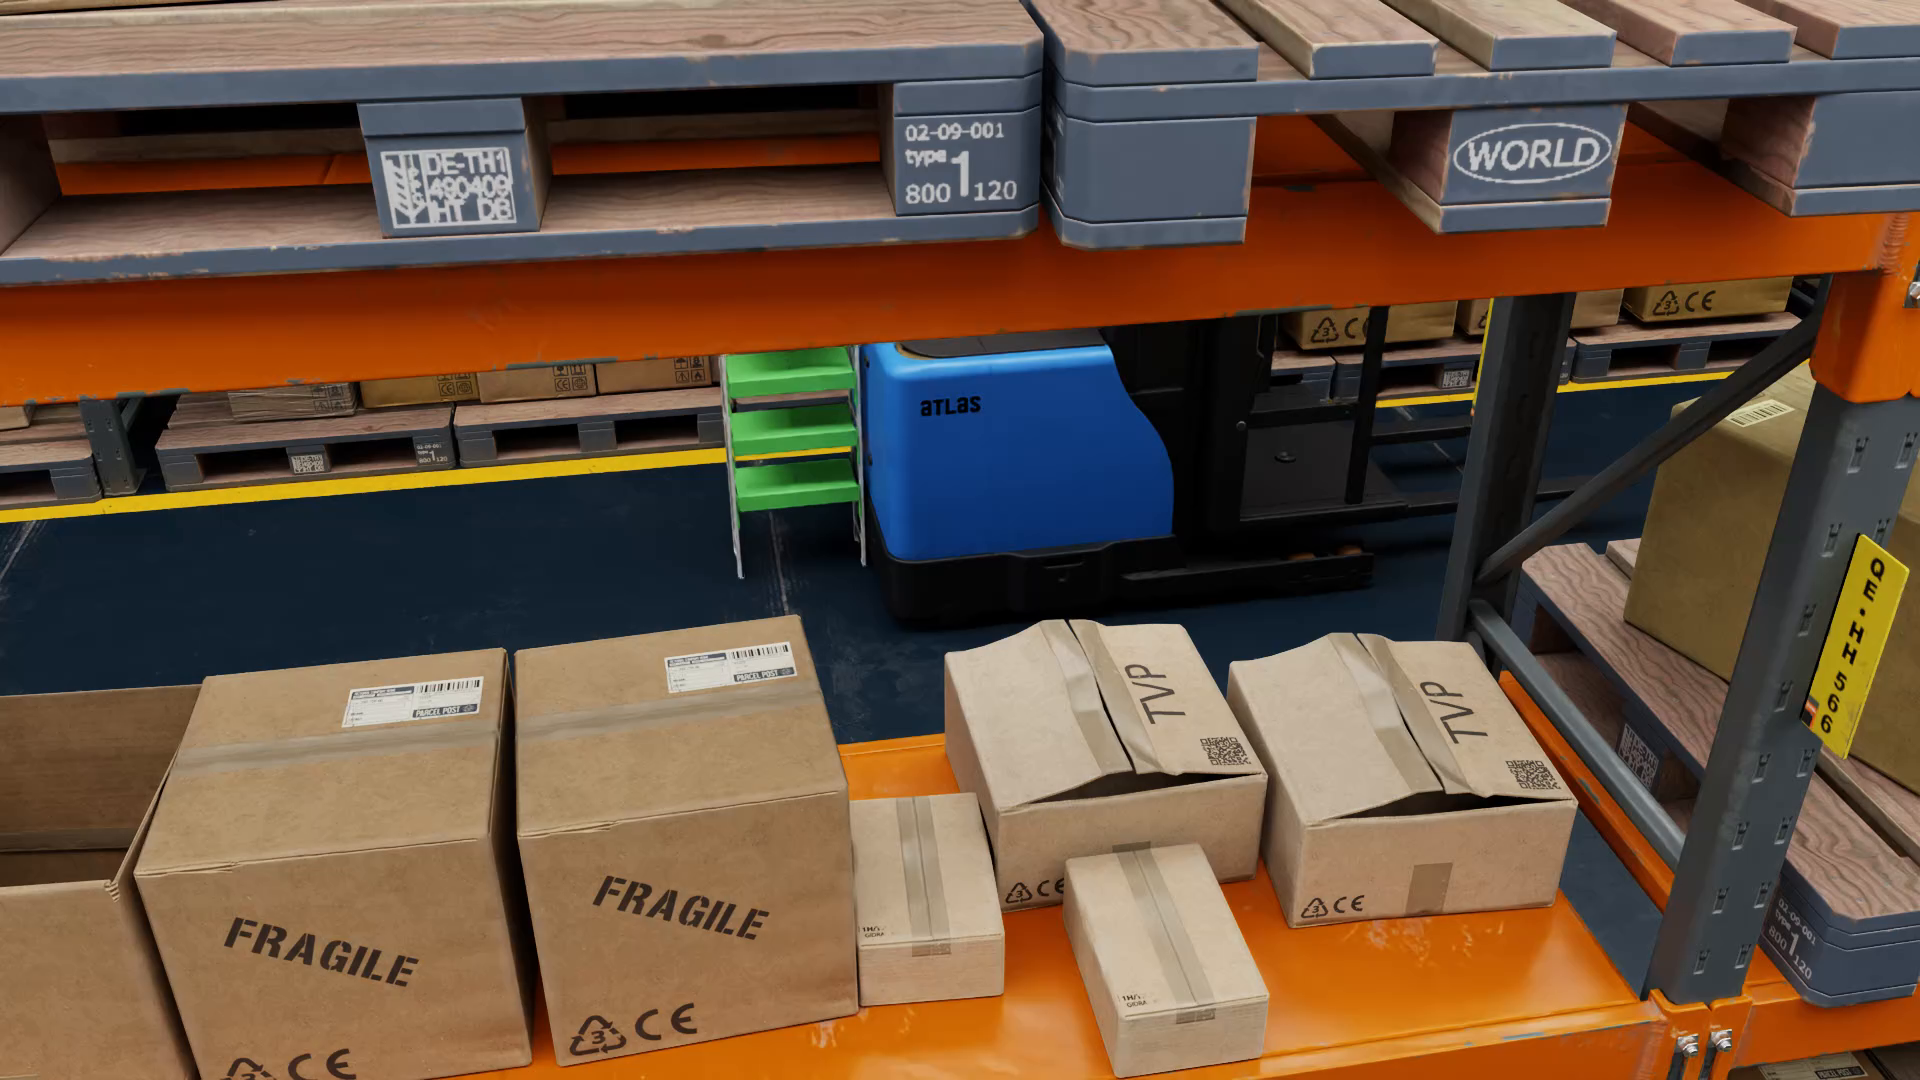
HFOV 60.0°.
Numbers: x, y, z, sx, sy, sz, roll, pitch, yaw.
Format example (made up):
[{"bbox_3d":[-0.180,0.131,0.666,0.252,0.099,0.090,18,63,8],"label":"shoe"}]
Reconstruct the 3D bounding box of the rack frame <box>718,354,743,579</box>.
[{"bbox_3d":[-0.880,-0.425,6.290,0.015,1.200,0.240,-6,31,-10],"label":"rack frame"}]

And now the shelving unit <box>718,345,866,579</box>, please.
[{"bbox_3d":[-0.641,-0.450,6.331,0.503,1.200,0.258,-6,31,-10],"label":"shelving unit"}]

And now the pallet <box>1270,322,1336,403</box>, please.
[{"bbox_3d":[1.069,-0.923,8.111,1.213,0.211,1.003,-5,31,-9],"label":"pallet"}]

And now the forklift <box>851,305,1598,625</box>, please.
[{"bbox_3d":[1.128,-1.313,6.092,3.031,2.935,1.130,-6,31,-10],"label":"forklift"}]

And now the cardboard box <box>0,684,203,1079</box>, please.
[{"bbox_3d":[-1.482,0.591,2.687,0.500,0.500,0.500,-3,31,-5],"label":"cardboard box"}]

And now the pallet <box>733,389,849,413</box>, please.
[{"bbox_3d":[-0.489,-0.818,7.933,1.213,0.211,1.003,-5,31,-9],"label":"pallet"}]

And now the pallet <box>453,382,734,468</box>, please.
[{"bbox_3d":[-1.687,-0.708,7.746,1.213,0.211,1.003,-5,31,-9],"label":"pallet"}]

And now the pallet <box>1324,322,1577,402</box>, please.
[{"bbox_3d":[2.267,-1.032,8.298,1.213,0.211,1.003,-5,31,-9],"label":"pallet"}]

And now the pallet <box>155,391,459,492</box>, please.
[{"bbox_3d":[-2.889,-0.595,7.554,1.213,0.211,1.003,-5,31,-9],"label":"pallet"}]

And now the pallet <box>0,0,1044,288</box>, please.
[{"bbox_3d":[-0.575,-0.623,2.076,1.213,0.211,1.003,-4,31,-7],"label":"pallet"}]

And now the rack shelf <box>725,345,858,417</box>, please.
[{"bbox_3d":[-0.641,-0.602,6.242,0.480,0.148,0.258,-6,31,-10],"label":"rack shelf"}]

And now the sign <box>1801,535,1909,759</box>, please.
[{"bbox_3d":[1.279,0.156,2.382,0.005,0.325,0.100,-5,31,-9],"label":"sign"}]

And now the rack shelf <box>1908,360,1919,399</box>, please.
[{"bbox_3d":[3.143,-0.787,2.879,4.000,0.370,1.077,-5,31,-9],"label":"rack shelf"}]

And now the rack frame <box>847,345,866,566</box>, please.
[{"bbox_3d":[-0.402,-0.474,6.373,0.015,1.200,0.240,-6,31,-10],"label":"rack frame"}]

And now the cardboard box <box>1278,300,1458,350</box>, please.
[{"bbox_3d":[1.890,-1.423,7.918,0.750,0.750,0.750,-5,31,-9],"label":"cardboard box"}]

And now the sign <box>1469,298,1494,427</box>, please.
[{"bbox_3d":[1.069,-0.356,3.331,0.005,0.325,0.100,-5,31,-9],"label":"sign"}]

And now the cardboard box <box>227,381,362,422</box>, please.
[{"bbox_3d":[-2.934,-0.913,7.375,0.500,0.500,0.700,-4,31,-7],"label":"cardboard box"}]

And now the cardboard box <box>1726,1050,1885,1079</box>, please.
[{"bbox_3d":[1.675,1.368,3.497,0.500,0.500,0.500,-4,31,-7],"label":"cardboard box"}]

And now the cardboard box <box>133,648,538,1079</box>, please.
[{"bbox_3d":[-0.990,0.545,2.765,0.500,0.500,0.500,-5,31,-9],"label":"cardboard box"}]

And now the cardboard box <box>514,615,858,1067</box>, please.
[{"bbox_3d":[-0.472,0.497,2.846,0.500,0.500,0.500,-7,31,-12],"label":"cardboard box"}]

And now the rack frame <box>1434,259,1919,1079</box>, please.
[{"bbox_3d":[1.175,0.377,3.149,0.053,2.616,0.949,-5,31,-9],"label":"rack frame"}]

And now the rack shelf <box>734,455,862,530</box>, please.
[{"bbox_3d":[-0.641,-0.188,6.485,0.480,0.148,0.258,-6,31,-10],"label":"rack shelf"}]

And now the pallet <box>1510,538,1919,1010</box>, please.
[{"bbox_3d":[1.830,0.365,3.359,1.003,0.211,1.213,-5,31,-9],"label":"pallet"}]

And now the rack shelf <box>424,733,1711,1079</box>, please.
[{"bbox_3d":[-0.791,0.872,3.018,4.000,0.370,1.077,-5,31,-9],"label":"rack shelf"}]

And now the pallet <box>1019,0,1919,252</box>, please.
[{"bbox_3d":[0.524,-0.726,2.252,1.003,0.211,1.213,-4,31,-7],"label":"pallet"}]

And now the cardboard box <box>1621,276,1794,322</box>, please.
[{"bbox_3d":[3.599,-1.586,8.194,0.750,0.750,0.750,-5,31,-8],"label":"cardboard box"}]

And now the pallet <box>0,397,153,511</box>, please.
[{"bbox_3d":[-4.309,-0.444,7.297,1.213,0.211,1.003,-5,31,-9],"label":"pallet"}]

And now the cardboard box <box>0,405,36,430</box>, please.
[{"bbox_3d":[-4.176,-0.630,7.223,0.250,0.166,0.380,-9,32,-15],"label":"cardboard box"}]

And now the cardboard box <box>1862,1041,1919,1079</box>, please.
[{"bbox_3d":[2.189,1.317,3.583,0.500,0.500,0.500,-6,31,-11],"label":"cardboard box"}]

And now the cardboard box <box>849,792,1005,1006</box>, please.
[{"bbox_3d":[-0.068,0.632,2.964,0.250,0.149,0.380,-3,31,-5],"label":"cardboard box"}]

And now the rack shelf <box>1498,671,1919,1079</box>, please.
[{"bbox_3d":[3.143,0.507,3.639,4.000,0.370,1.077,-5,31,-9],"label":"rack shelf"}]

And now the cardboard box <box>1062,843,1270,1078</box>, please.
[{"bbox_3d":[0.341,0.707,2.836,0.250,0.149,0.380,-5,31,-9],"label":"cardboard box"}]

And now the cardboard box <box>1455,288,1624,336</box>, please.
[{"bbox_3d":[2.725,-1.503,8.054,0.750,0.750,0.750,-4,31,-7],"label":"cardboard box"}]

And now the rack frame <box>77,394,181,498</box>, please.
[{"bbox_3d":[-3.655,-1.725,6.725,0.127,3.000,1.000,-5,31,-9],"label":"rack frame"}]

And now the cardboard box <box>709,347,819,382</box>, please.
[{"bbox_3d":[-0.947,-1.122,7.731,0.500,0.500,0.700,-5,31,-9],"label":"cardboard box"}]

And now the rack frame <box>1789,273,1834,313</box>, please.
[{"bbox_3d":[4.214,-2.456,7.967,0.127,3.000,1.000,-5,31,-9],"label":"rack frame"}]

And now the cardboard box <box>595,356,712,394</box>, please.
[{"bbox_3d":[-1.430,-1.062,7.629,0.500,0.500,0.700,-5,31,-9],"label":"cardboard box"}]

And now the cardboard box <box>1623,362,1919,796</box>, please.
[{"bbox_3d":[1.775,0.041,3.208,0.500,0.500,0.700,-16,34,-25],"label":"cardboard box"}]

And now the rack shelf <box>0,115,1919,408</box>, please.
[{"bbox_3d":[-0.791,-0.421,2.258,4.000,0.370,1.077,-5,31,-9],"label":"rack shelf"}]

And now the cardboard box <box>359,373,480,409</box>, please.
[{"bbox_3d":[-2.434,-0.985,7.498,0.500,0.500,0.700,-6,31,-10],"label":"cardboard box"}]

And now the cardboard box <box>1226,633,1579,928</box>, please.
[{"bbox_3d":[0.810,0.429,3.149,0.500,0.311,0.500,-3,31,-6],"label":"cardboard box"}]

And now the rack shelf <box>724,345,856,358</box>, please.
[{"bbox_3d":[-0.641,-0.809,6.120,0.480,0.148,0.258,-6,31,-10],"label":"rack shelf"}]

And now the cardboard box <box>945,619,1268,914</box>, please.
[{"bbox_3d":[0.261,0.403,3.194,0.500,0.311,0.500,-6,31,-10],"label":"cardboard box"}]

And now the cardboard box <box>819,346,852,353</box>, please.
[{"bbox_3d":[-0.419,-1.111,7.712,0.500,0.500,0.700,-5,31,-8],"label":"cardboard box"}]

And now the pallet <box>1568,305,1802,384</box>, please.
[{"bbox_3d":[3.469,-1.146,8.490,1.213,0.211,1.003,-5,31,-9],"label":"pallet"}]

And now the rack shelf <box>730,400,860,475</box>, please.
[{"bbox_3d":[-0.641,-0.395,6.364,0.480,0.148,0.258,-6,31,-10],"label":"rack shelf"}]

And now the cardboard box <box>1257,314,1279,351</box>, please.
[{"bbox_3d":[1.027,-1.347,7.787,0.750,0.750,0.750,-6,31,-10],"label":"cardboard box"}]

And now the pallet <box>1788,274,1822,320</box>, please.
[{"bbox_3d":[4.977,-1.284,8.725,1.213,0.211,1.003,-5,31,-9],"label":"pallet"}]

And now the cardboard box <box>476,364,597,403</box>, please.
[{"bbox_3d":[-1.925,-1.012,7.543,0.500,0.500,0.700,-5,31,-8],"label":"cardboard box"}]
